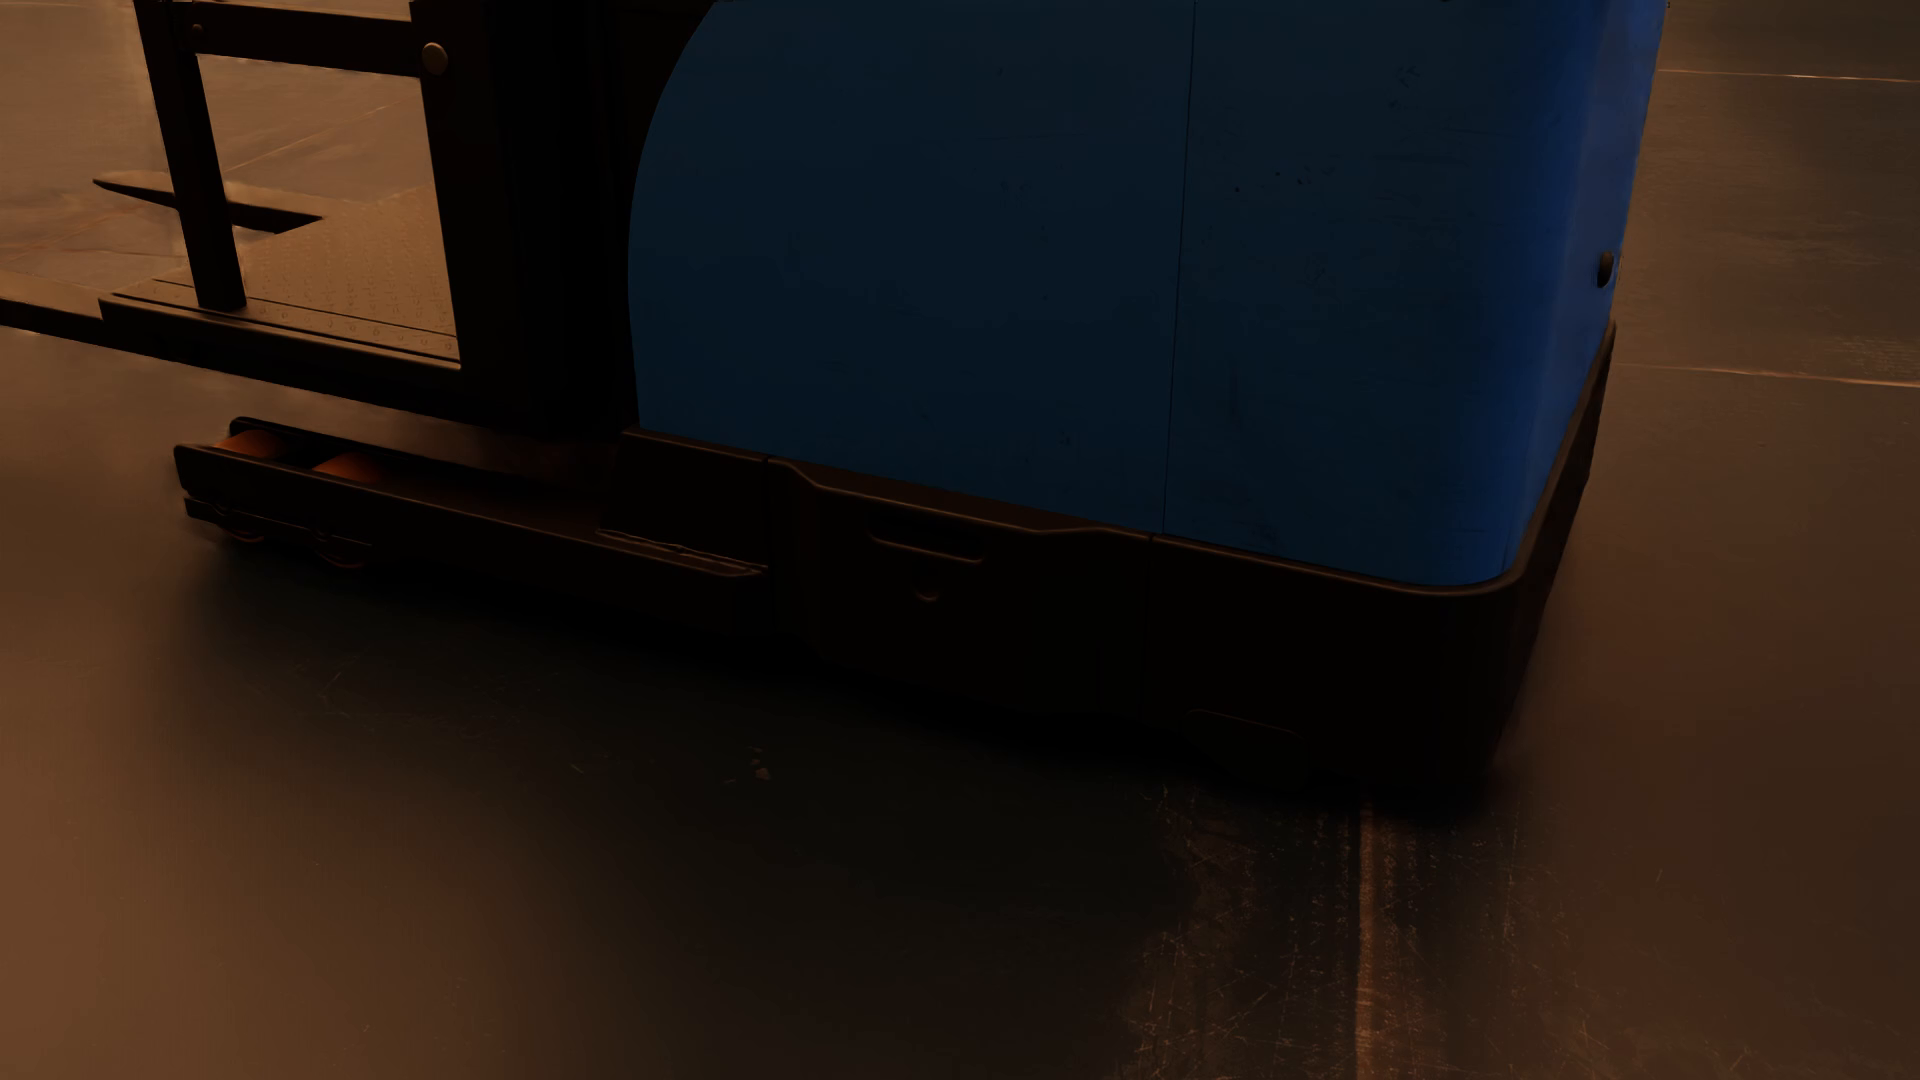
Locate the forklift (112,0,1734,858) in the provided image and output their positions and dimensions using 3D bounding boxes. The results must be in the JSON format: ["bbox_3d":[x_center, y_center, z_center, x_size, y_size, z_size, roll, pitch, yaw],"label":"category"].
[{"bbox_3d":[-0.481,-1.537,2.293,3.031,2.935,1.130,23,35,38],"label":"forklift"}]
